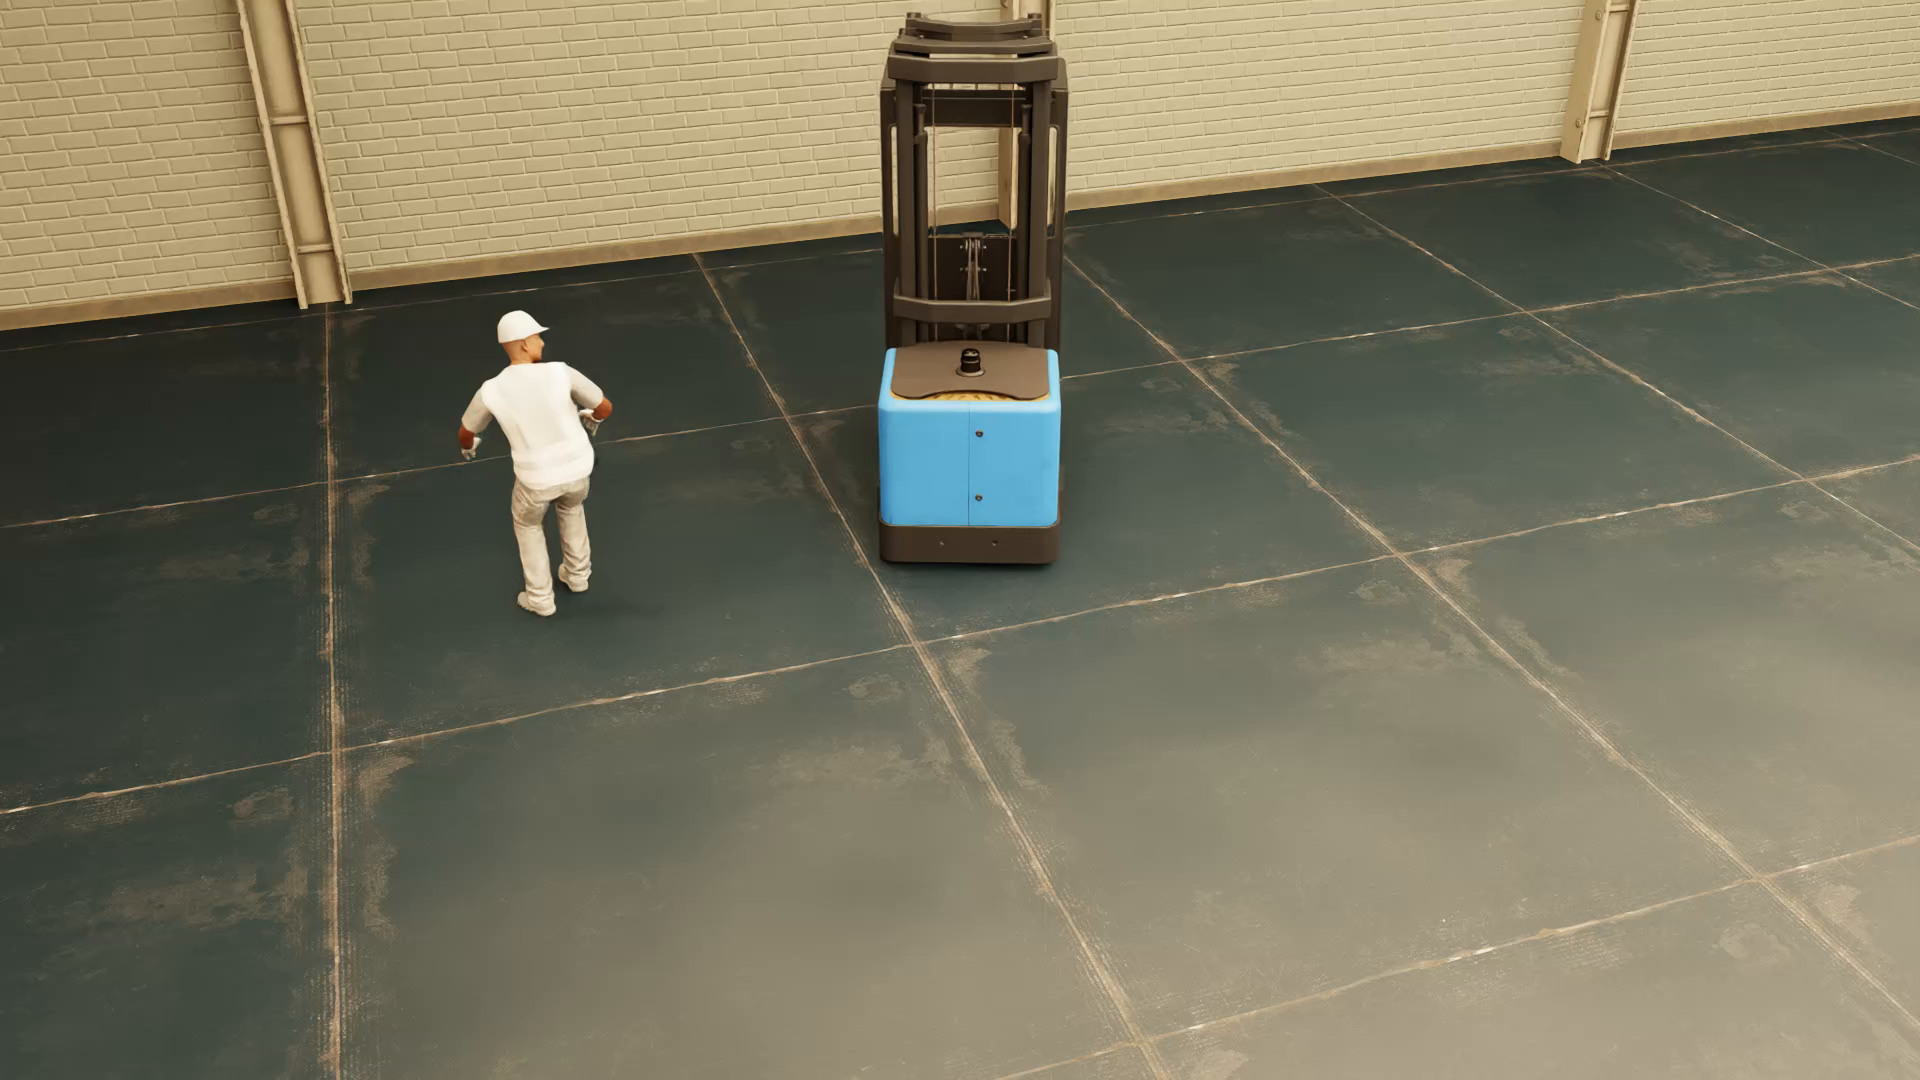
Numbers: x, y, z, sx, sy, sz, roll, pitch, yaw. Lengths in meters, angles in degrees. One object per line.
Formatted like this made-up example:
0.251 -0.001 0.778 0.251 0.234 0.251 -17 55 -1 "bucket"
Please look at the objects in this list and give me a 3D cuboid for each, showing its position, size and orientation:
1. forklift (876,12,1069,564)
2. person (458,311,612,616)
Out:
0.087 -1.830 10.268 1.130 2.935 3.031 1 30 1 "forklift"
-2.301 -0.431 9.093 0.809 1.726 0.624 -13 32 -21 "person"
